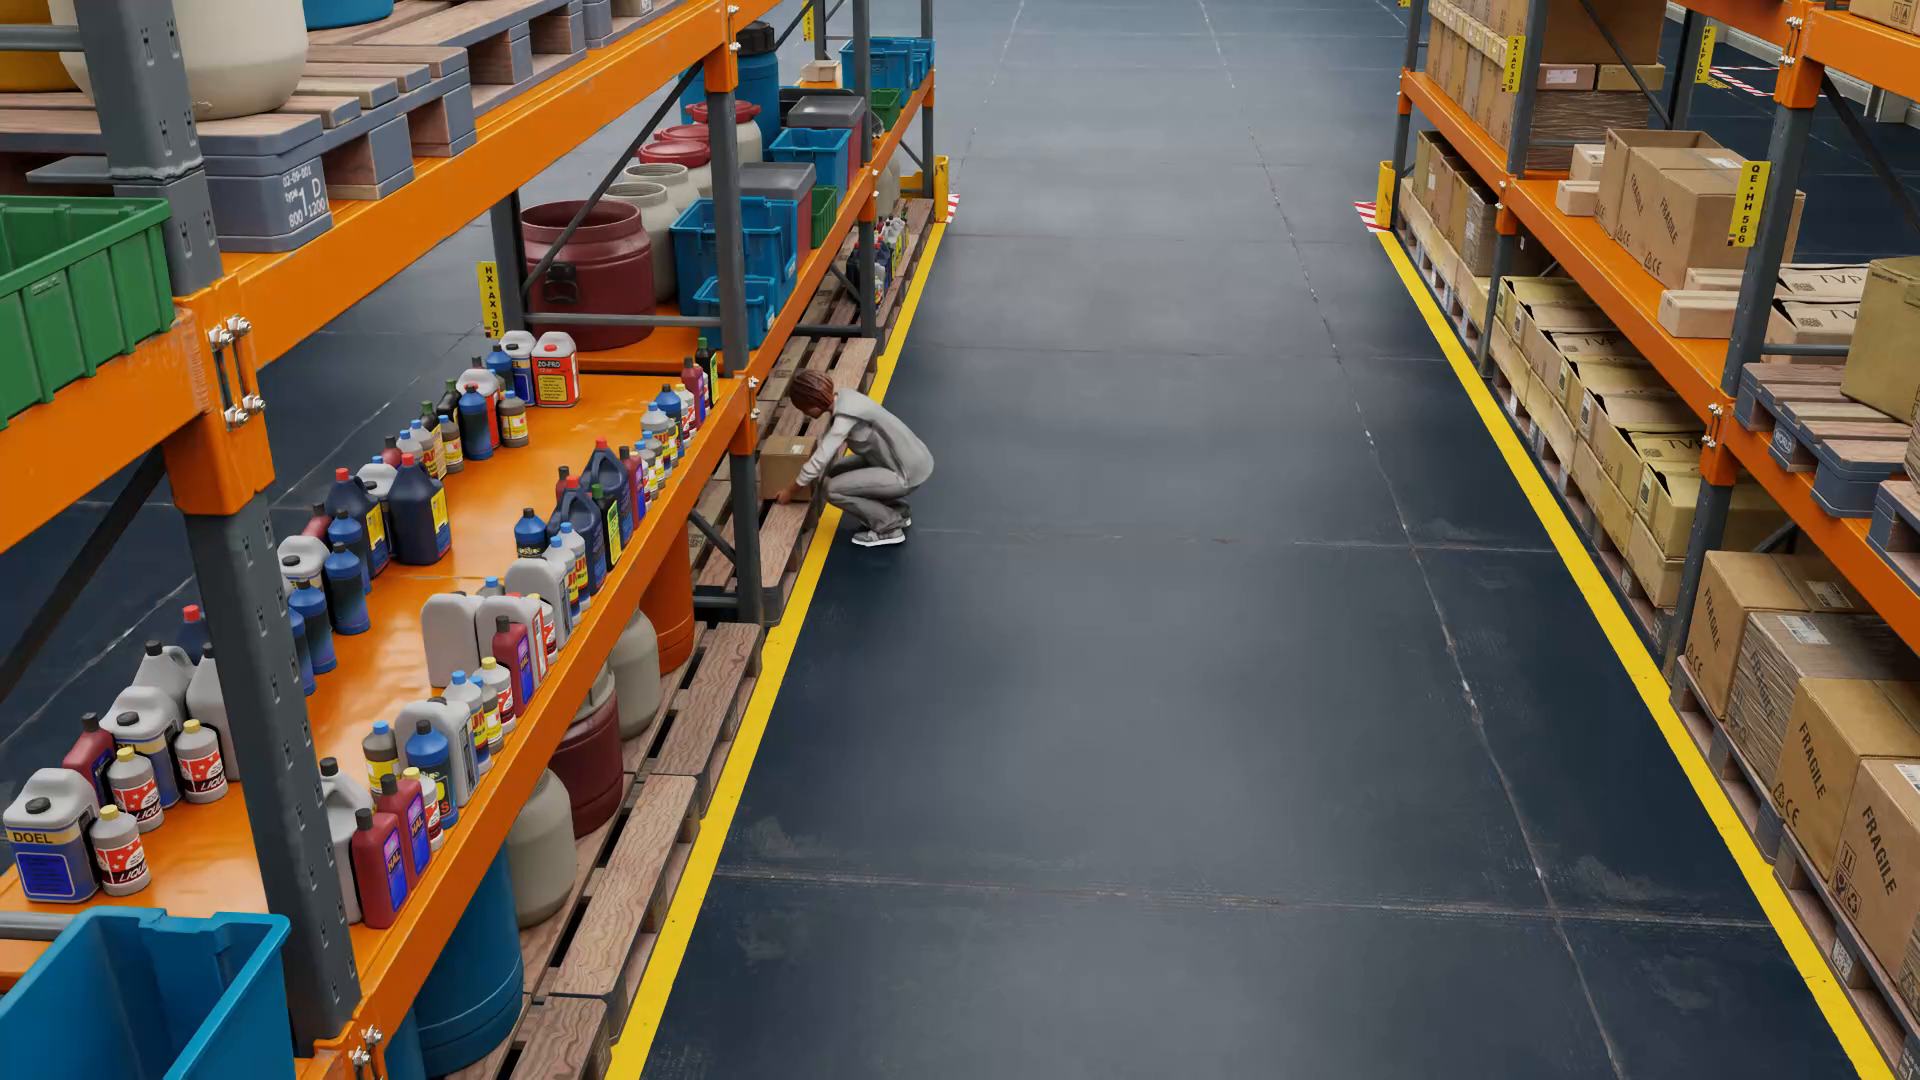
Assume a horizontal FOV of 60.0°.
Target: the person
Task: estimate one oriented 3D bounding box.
[{"bbox_3d":[-0.535,-0.437,8.399,0.807,0.901,0.506,2,25,4],"label":"person"}]
